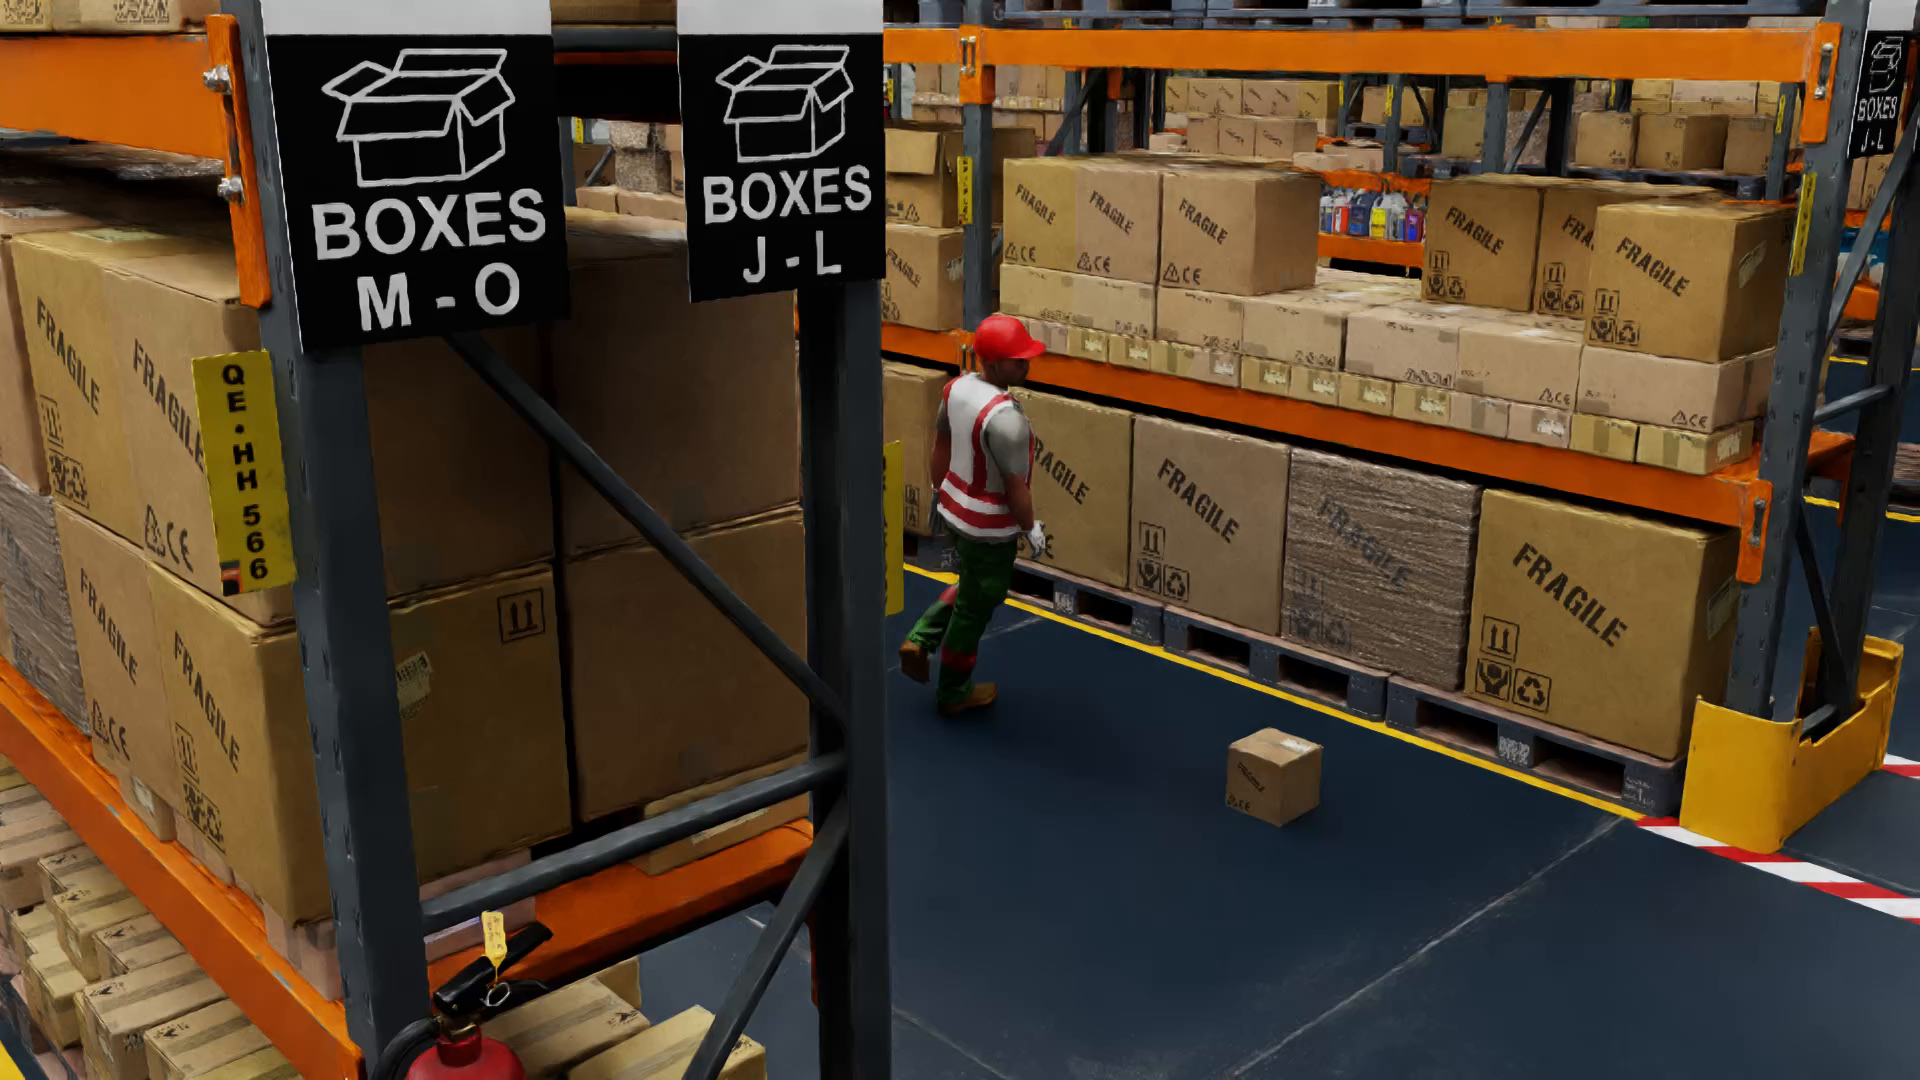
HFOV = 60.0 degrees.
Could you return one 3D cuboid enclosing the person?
[{"bbox_3d":[-0.936,-1.845,12.512,3.483,1.747,12.569,-7,19,-22],"label":"person"}]
